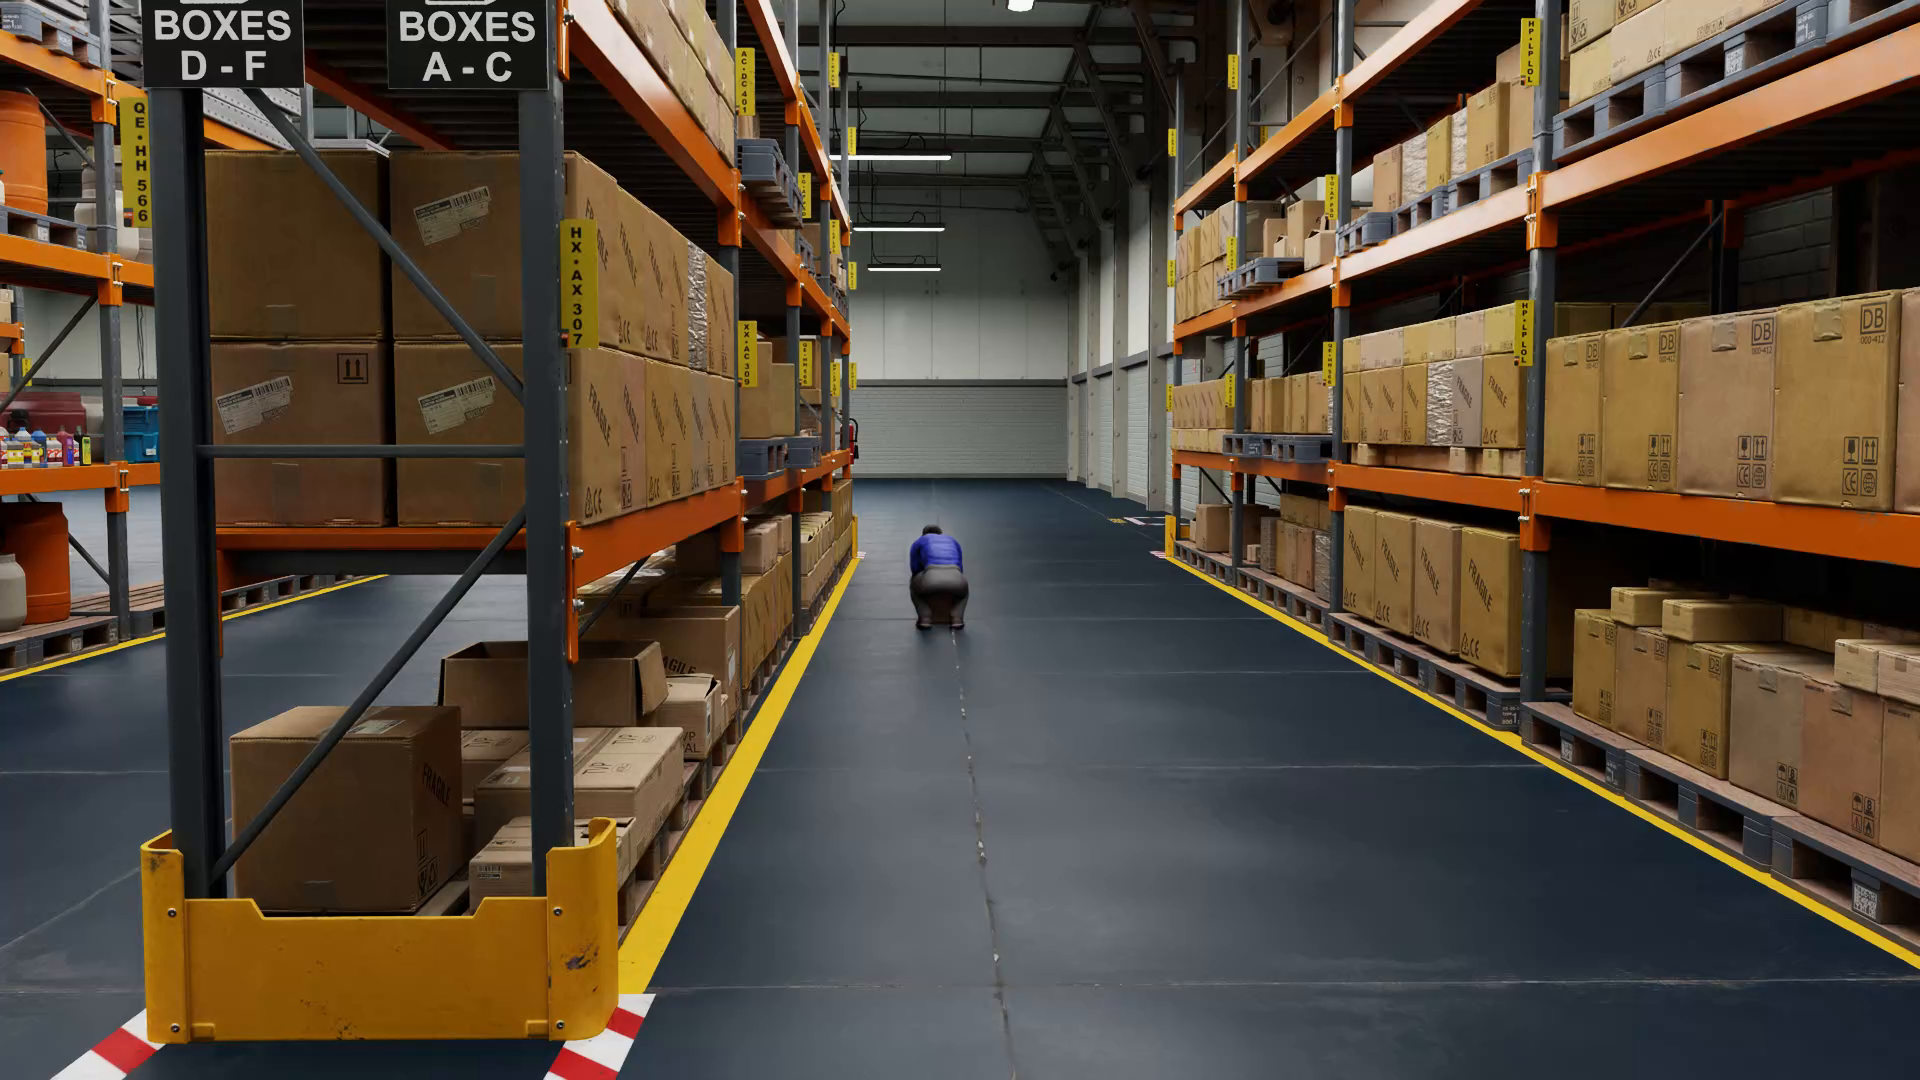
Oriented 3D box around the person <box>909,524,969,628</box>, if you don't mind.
[{"bbox_3d":[-0.163,0.293,13.235,0.480,0.806,0.811,0,4,-2],"label":"person"}]
